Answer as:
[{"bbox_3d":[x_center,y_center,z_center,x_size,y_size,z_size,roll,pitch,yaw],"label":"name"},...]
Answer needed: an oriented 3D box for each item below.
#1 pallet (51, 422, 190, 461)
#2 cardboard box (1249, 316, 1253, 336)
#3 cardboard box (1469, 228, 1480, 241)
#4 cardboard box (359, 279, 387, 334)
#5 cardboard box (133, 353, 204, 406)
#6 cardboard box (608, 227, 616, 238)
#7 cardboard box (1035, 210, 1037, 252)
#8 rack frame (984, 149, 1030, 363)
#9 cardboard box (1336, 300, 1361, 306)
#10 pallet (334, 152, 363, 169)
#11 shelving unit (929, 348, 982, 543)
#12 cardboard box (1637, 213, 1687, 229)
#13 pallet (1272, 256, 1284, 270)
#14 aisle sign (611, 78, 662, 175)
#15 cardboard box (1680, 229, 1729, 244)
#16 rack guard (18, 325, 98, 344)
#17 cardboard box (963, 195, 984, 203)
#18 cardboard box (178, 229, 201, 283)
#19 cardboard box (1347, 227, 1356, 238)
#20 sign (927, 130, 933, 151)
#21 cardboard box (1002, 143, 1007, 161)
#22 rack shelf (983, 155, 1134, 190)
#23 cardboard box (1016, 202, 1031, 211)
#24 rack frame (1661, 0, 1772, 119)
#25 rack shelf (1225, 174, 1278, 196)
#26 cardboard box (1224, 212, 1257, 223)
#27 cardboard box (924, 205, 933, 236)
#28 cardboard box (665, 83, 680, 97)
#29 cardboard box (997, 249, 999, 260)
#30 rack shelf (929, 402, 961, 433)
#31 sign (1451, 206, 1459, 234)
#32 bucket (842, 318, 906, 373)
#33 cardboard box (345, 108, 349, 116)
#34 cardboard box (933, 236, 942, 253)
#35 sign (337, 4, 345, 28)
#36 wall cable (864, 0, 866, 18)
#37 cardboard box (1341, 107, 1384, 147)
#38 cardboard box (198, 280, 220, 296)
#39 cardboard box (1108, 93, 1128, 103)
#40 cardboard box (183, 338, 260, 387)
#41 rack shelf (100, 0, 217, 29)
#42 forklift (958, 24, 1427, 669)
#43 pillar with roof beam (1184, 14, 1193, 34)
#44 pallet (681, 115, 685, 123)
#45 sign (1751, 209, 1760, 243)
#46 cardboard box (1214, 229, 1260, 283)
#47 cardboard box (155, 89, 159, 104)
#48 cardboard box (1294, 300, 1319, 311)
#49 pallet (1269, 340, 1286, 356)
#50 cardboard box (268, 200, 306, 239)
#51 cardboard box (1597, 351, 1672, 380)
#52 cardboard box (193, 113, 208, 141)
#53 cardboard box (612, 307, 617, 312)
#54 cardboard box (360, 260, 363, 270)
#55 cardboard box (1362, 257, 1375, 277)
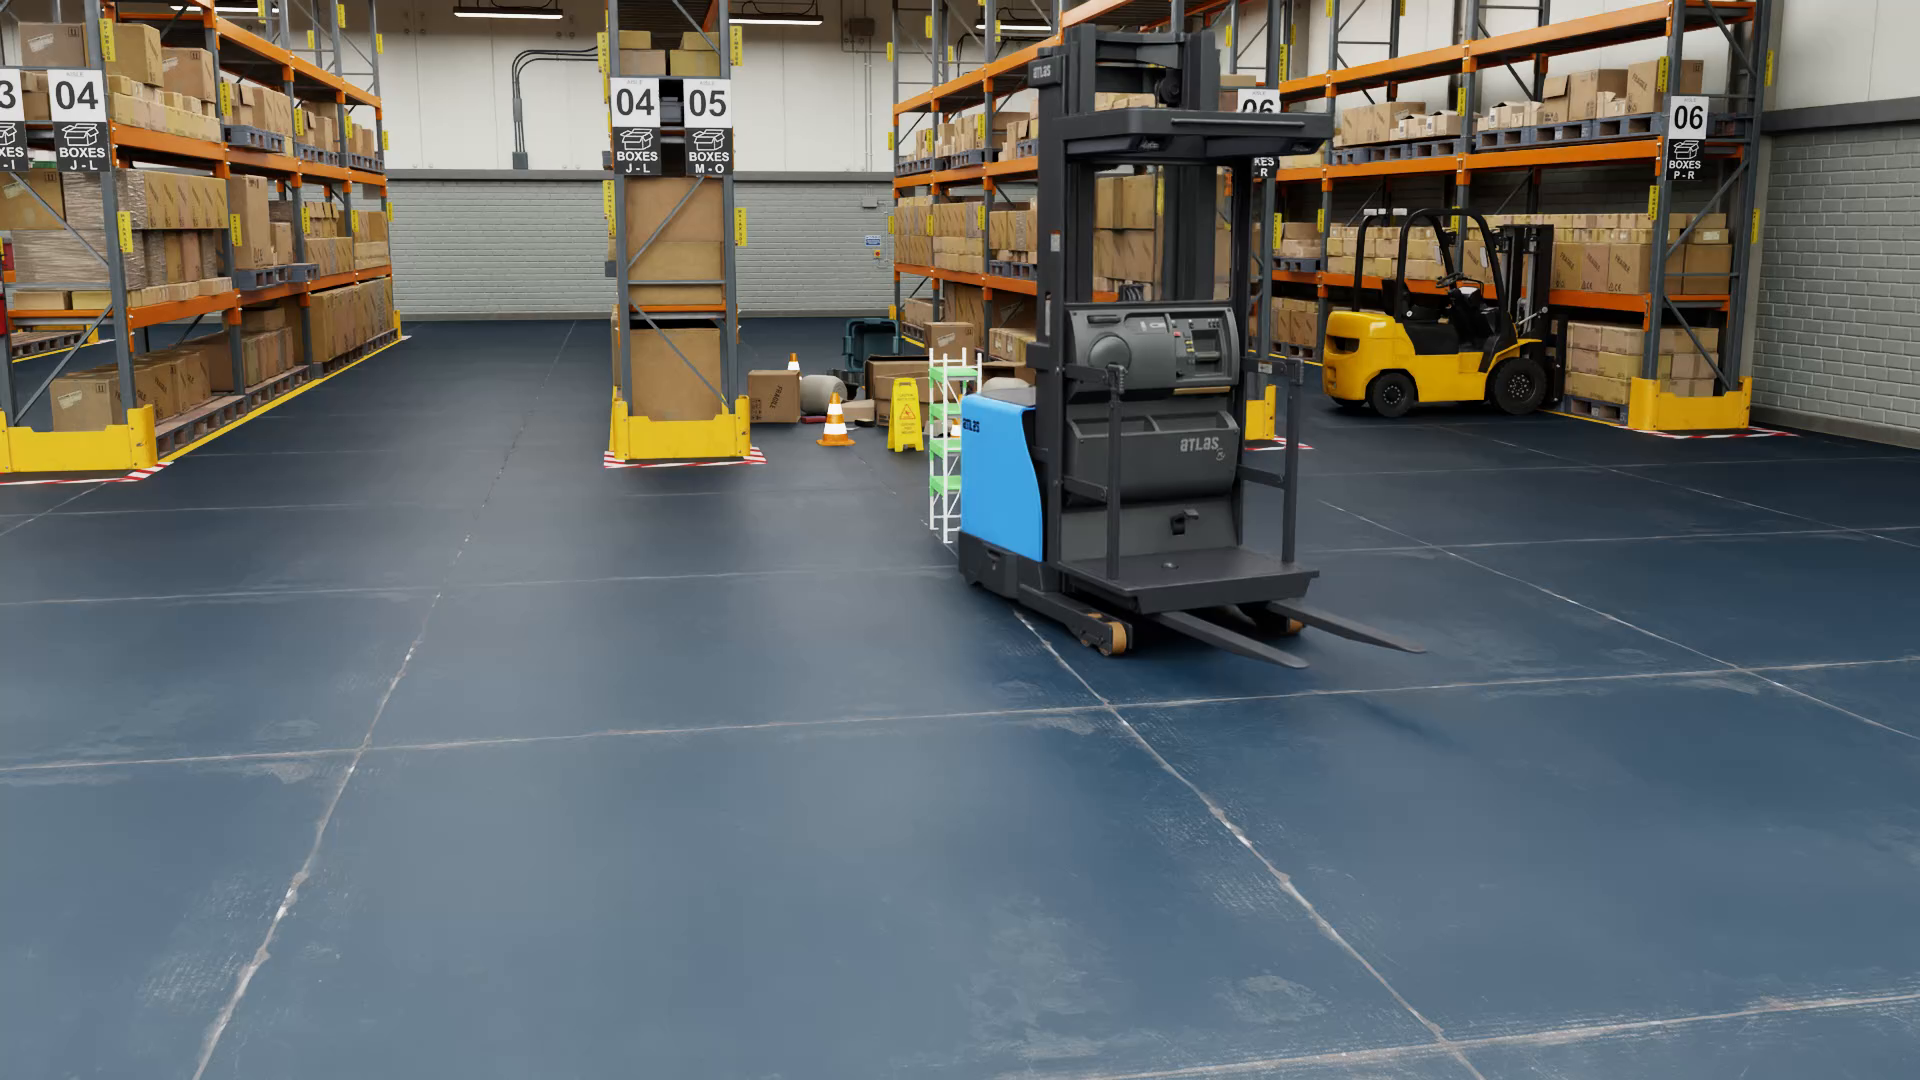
[{"bbox_3d":[-7.464,-0.855,14.624,1.003,0.211,1.213,-2,11,-11],"label":"pallet"},{"bbox_3d":[4.915,-3.587,27.084,0.500,0.500,0.500,-2,11,-12],"label":"cardboard box"},{"bbox_3d":[6.289,-3.636,19.773,0.380,0.149,0.250,-2,11,-12],"label":"cardboard box"},{"bbox_3d":[-10.058,-3.876,27.600,0.875,0.875,0.875,-2,11,-11],"label":"cardboard box"},{"bbox_3d":[-7.947,-1.593,16.606,0.500,0.500,0.500,1,11,7],"label":"cardboard box"},{"bbox_3d":[-4.542,-4.138,22.373,0.380,0.149,0.250,-3,11,-13],"label":"cardboard box"},{"bbox_3d":[1.204,-3.724,20.051,0.500,0.500,0.500,-2,11,-11],"label":"cardboard box"},{"bbox_3d":[0.838,-3.888,23.103,1.000,3.000,0.127,-2,11,-11],"label":"rack frame"},{"bbox_3d":[5.886,-3.523,25.012,0.380,0.149,0.250,-2,11,-9],"label":"cardboard box"},{"bbox_3d":[-9.809,-5.842,25.582,1.003,0.211,1.213,-2,11,-11],"label":"pallet"},{"bbox_3d":[-0.032,-0.620,10.744,0.258,1.200,0.503,-2,11,-11],"label":"shelving unit"},{"bbox_3d":[6.986,-3.174,16.553,0.380,0.149,0.250,-2,11,-11],"label":"cardboard box"},{"bbox_3d":[5.324,-4.332,25.946,1.003,0.211,1.213,-2,11,-11],"label":"pallet"},{"bbox_3d":[-2.722,-3.476,13.982,0.394,0.787,0.004,-2,11,-11],"label":"aisle sign"},{"bbox_3d":[7.451,-3.042,16.653,0.380,0.149,0.250,-2,11,-12],"label":"cardboard box"},{"bbox_3d":[-15.314,-3.591,28.227,1.175,0.500,0.348,-2,11,-11],"label":"rack guard"},{"bbox_3d":[0.254,-5.548,27.148,0.380,0.149,0.250,-2,11,-12],"label":"cardboard box"},{"bbox_3d":[-7.819,-2.724,15.922,0.875,0.500,0.500,-2,11,-11],"label":"cardboard box"},{"bbox_3d":[5.608,-4.273,23.122,0.380,0.149,0.250,-2,11,-9],"label":"cardboard box"},{"bbox_3d":[-0.484,-6.368,26.514,0.100,0.325,0.005,-2,11,-11],"label":"sign"},{"bbox_3d":[0.783,-5.185,22.253,0.396,0.266,0.258,-2,11,-11],"label":"cardboard box"},{"bbox_3d":[1.227,-4.642,20.963,1.077,0.370,4.000,-2,11,-11],"label":"rack shelf"},{"bbox_3d":[0.982,-4.528,23.522,0.500,0.500,0.500,-2,11,-13],"label":"cardboard box"},{"bbox_3d":[7.263,-5.549,15.785,1.000,3.000,0.127,-2,11,-11],"label":"rack frame"},{"bbox_3d":[4.540,-6.290,29.624,1.077,0.370,4.000,-2,11,-11],"label":"rack shelf"},{"bbox_3d":[4.900,-5.527,29.311,0.500,0.500,0.500,-2,11,-13],"label":"cardboard box"},{"bbox_3d":[-0.302,-5.239,27.257,0.500,0.500,0.500,-2,11,-11],"label":"cardboard box"},{"bbox_3d":[-2.579,-4.399,15.981,0.500,0.250,0.500,-2,11,-11],"label":"cardboard box"},{"bbox_3d":[0.719,-3.905,22.739,0.380,0.149,0.250,-3,11,-14],"label":"cardboard box"},{"bbox_3d":[-0.032,-0.793,10.711,0.258,0.148,0.480,-2,11,-11],"label":"rack shelf"},{"bbox_3d":[5.954,-3.844,19.987,0.100,0.325,0.005,-2,11,-11],"label":"sign"},{"bbox_3d":[-0.931,-2.154,18.679,0.726,0.611,0.620,2,1,9],"label":"bucket"},{"bbox_3d":[-10.055,-6.771,26.562,0.500,0.250,0.500,-2,11,-13],"label":"cardboard box"},{"bbox_3d":[-0.131,-4.703,26.447,0.500,0.250,0.500,-2,11,-13],"label":"cardboard box"},{"bbox_3d":[-9.130,-7.728,24.524,0.100,0.325,0.005,-2,11,-11],"label":"sign"},{"bbox_3d":[-3.127,-12.539,34.859,2.355,3.000,0.029,-2,11,-11],"label":"wall cable"},{"bbox_3d":[5.609,-5.706,22.972,0.500,0.500,0.500,-2,11,-11],"label":"cardboard box"},{"bbox_3d":[-7.587,-2.506,16.513,0.380,0.149,0.250,-2,11,-11],"label":"cardboard box"},{"bbox_3d":[1.708,-4.494,16.804,0.380,0.149,0.250,-2,11,-10],"label":"cardboard box"},{"bbox_3d":[-8.277,-1.984,18.607,0.700,0.500,0.500,-2,11,-11],"label":"cardboard box"},{"bbox_3d":[-7.715,-5.020,14.935,1.077,0.370,4.000,-2,11,-11],"label":"rack shelf"},{"bbox_3d":[1.056,-0.984,8.029,1.130,2.935,3.031,-5,12,-24],"label":"forklift"},{"bbox_3d":[0.288,-8.855,33.151,9.100,9.000,0.548,-2,11,-11],"label":"pillar with roof beam"},{"bbox_3d":[-2.837,-4.012,15.970,1.003,0.211,1.213,-2,11,-11],"label":"pallet"},{"bbox_3d":[7.808,-3.086,16.358,0.100,0.325,0.005,-2,11,-11],"label":"sign"},{"bbox_3d":[2.574,-2.713,15.867,0.500,0.500,0.500,-2,11,-12],"label":"cardboard box"},{"bbox_3d":[-7.467,-3.999,14.998,0.380,0.149,0.250,-2,11,-12],"label":"cardboard box"},{"bbox_3d":[5.271,-3.547,25.136,0.380,0.149,0.250,-2,11,-13],"label":"cardboard box"},{"bbox_3d":[5.365,-3.061,26.216,1.003,0.211,1.213,-2,11,-11],"label":"pallet"},{"bbox_3d":[-9.009,-4.205,21.814,0.797,0.503,0.637,-2,11,-9],"label":"cardboard box"},{"bbox_3d":[6.861,-1.781,16.927,0.500,0.250,0.500,-2,11,-12],"label":"cardboard box"},{"bbox_3d":[-7.668,-4.024,16.194,0.500,0.250,0.500,-2,11,-10],"label":"cardboard box"},{"bbox_3d":[-3.794,-2.516,20.785,1.050,0.750,0.750,-2,11,-10],"label":"cardboard box"},{"bbox_3d":[-9.443,-4.253,25.689,0.380,0.149,0.250,-2,11,-13],"label":"cardboard box"},{"bbox_3d":[5.753,-3.719,22.614,0.500,0.250,0.500,-2,11,-13],"label":"cardboard box"}]
